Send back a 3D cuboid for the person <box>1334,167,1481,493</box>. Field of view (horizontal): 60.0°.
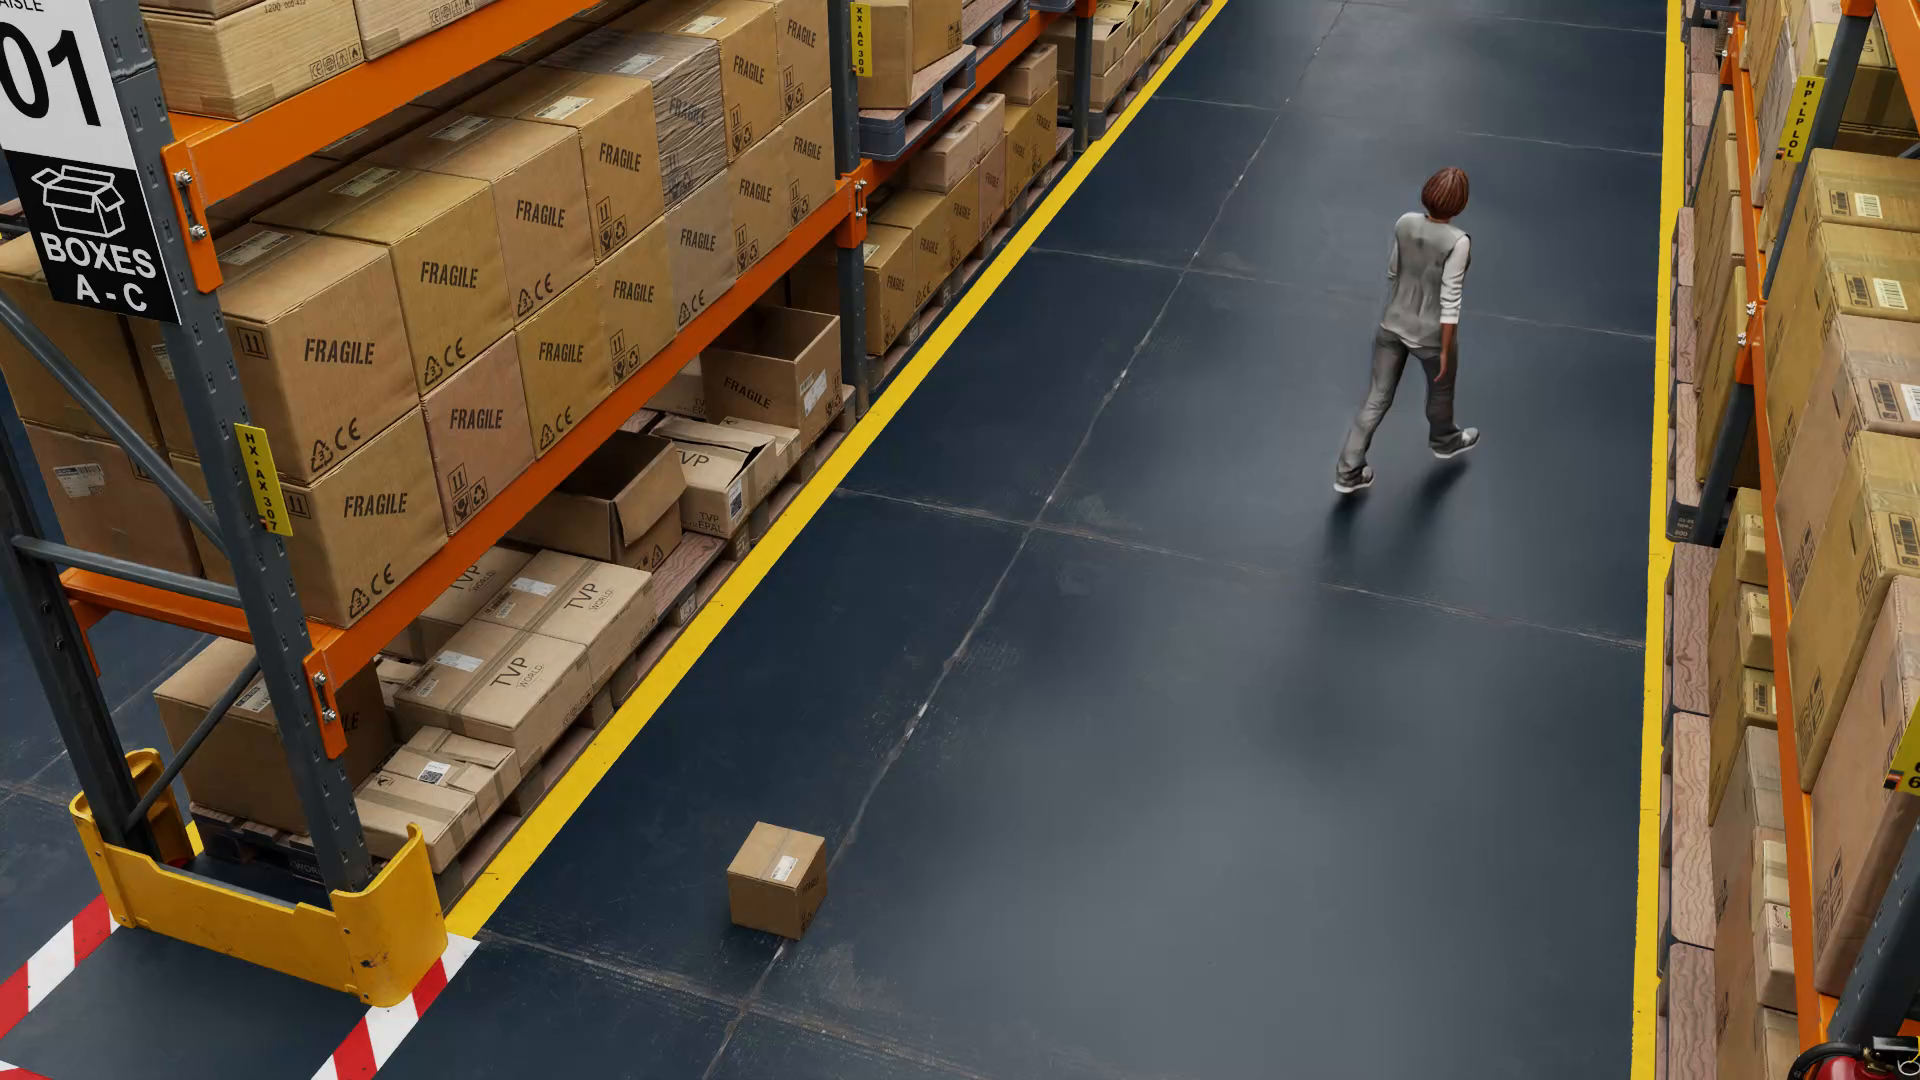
[{"bbox_3d":[2.126,-0.987,7.611,0.938,1.539,0.453,-29,43,-36],"label":"person"}]
